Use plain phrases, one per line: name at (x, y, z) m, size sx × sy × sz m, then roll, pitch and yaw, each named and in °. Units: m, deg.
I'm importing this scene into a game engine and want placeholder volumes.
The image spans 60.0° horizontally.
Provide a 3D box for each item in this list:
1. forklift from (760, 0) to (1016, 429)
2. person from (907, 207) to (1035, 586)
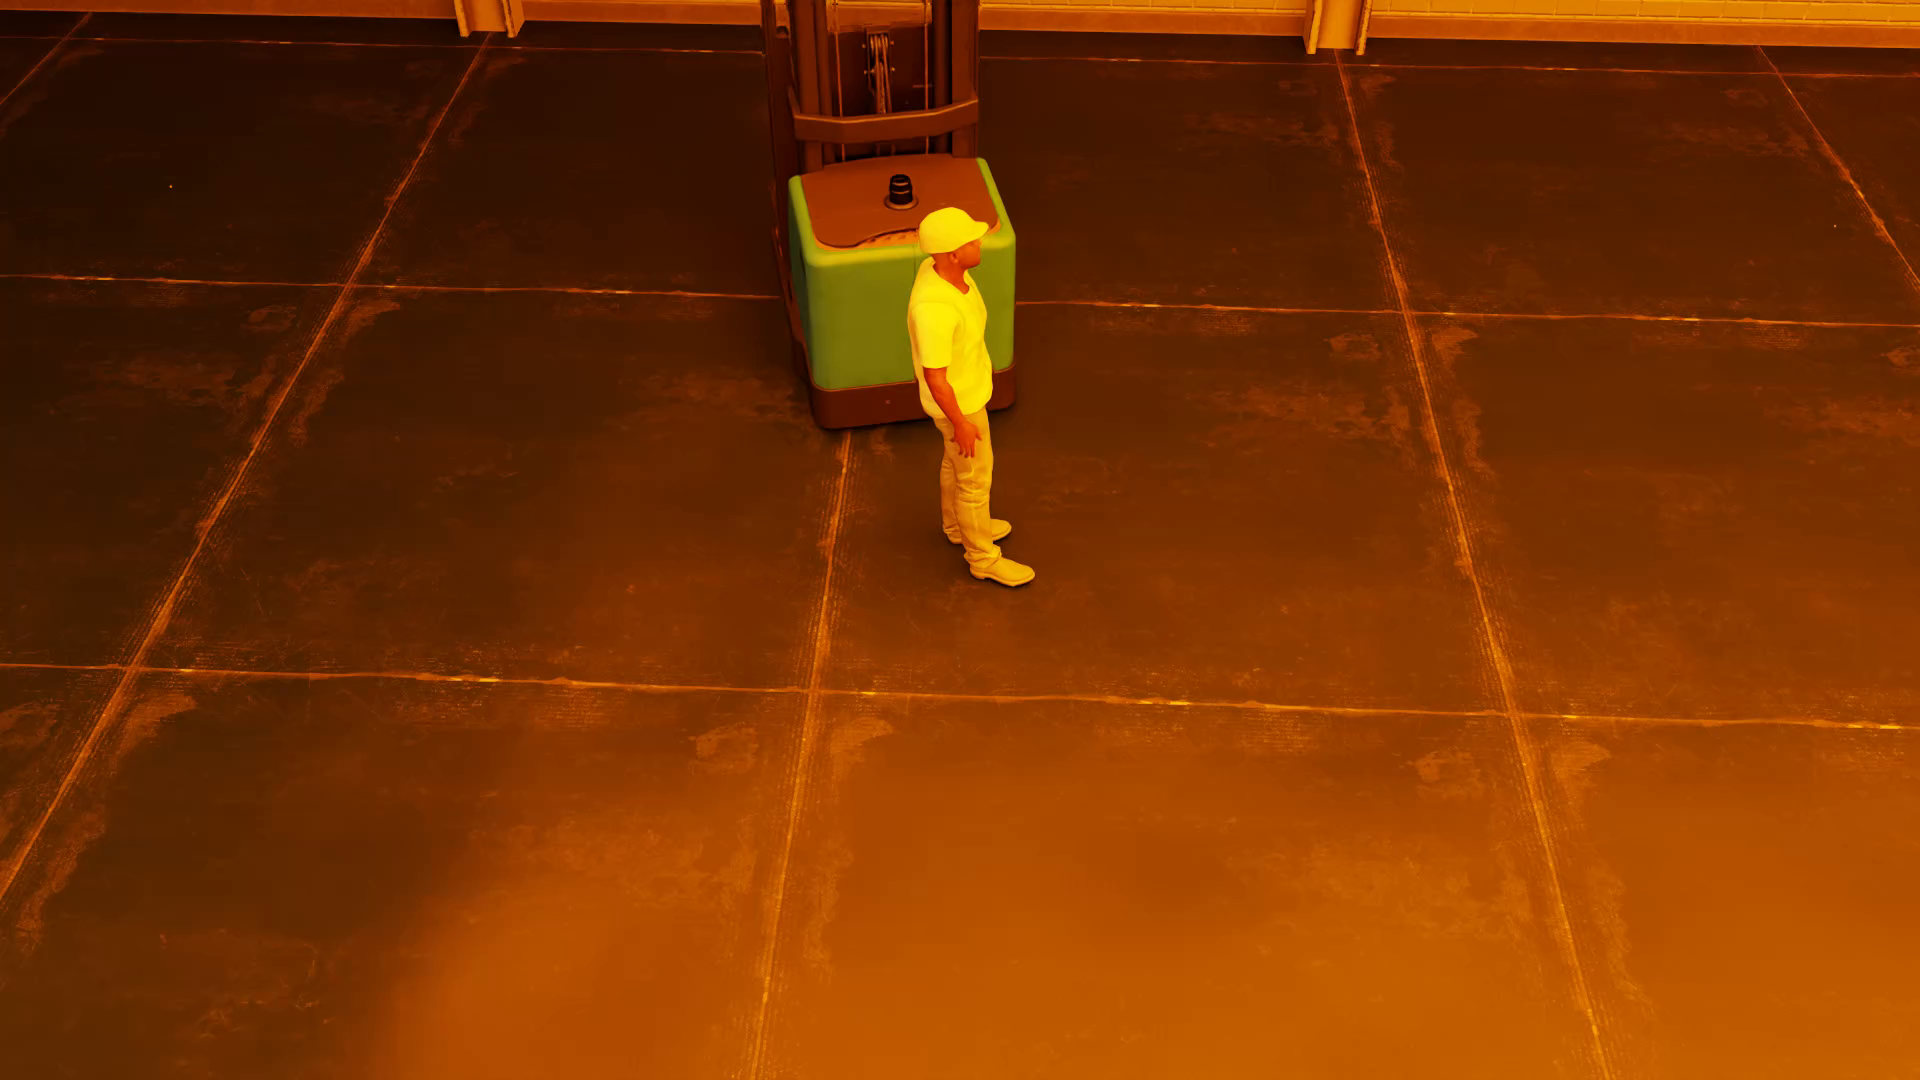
forklift at (-0.495, -2.650, 8.645) m, size 1.130 × 2.935 × 3.031 m, roll -7°, pitch 43°, yaw -8°
person at (0.069, -0.651, 7.309) m, size 0.576 × 1.766 × 0.665 m, roll 2°, pitch 42°, yaw 2°
